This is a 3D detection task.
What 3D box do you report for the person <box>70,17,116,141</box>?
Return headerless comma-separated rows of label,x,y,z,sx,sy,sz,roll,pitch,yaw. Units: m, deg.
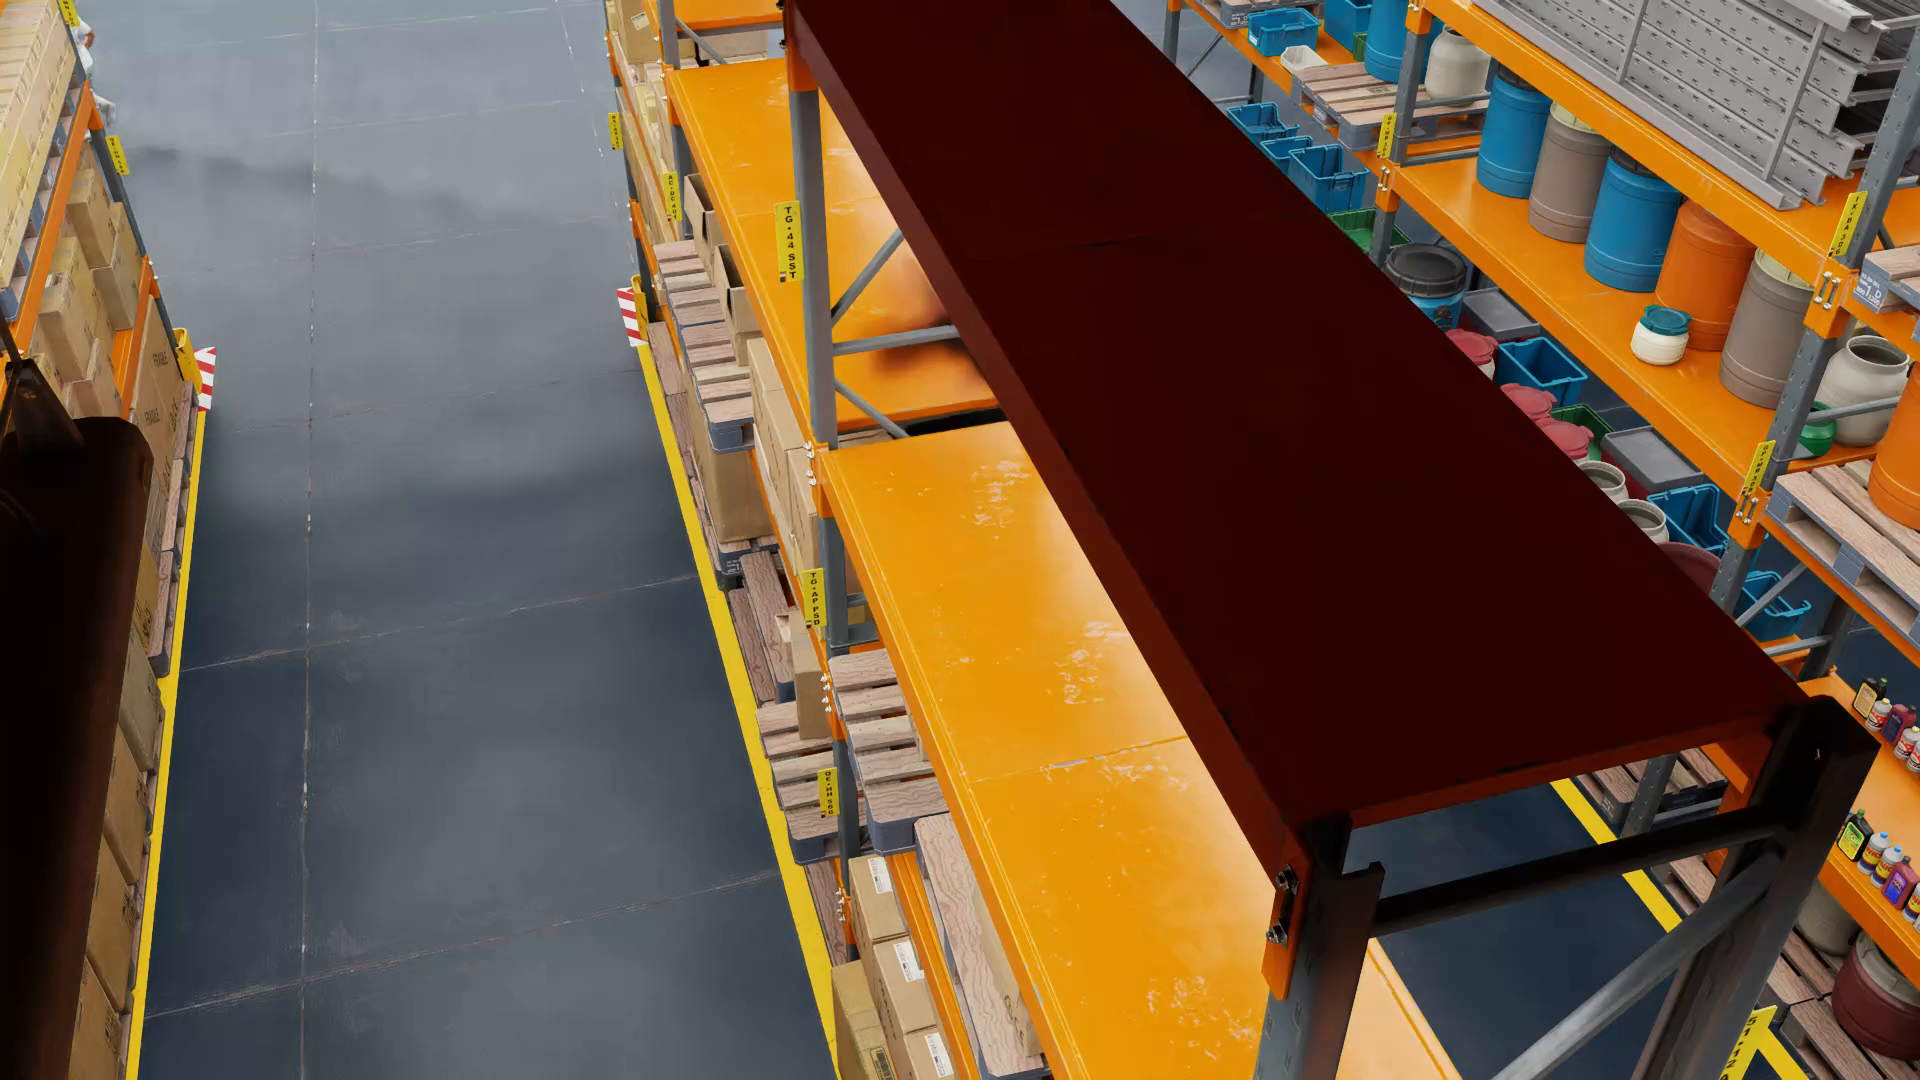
person,-9.606,-5.102,17.970,0.547,1.624,0.607,8,39,10
